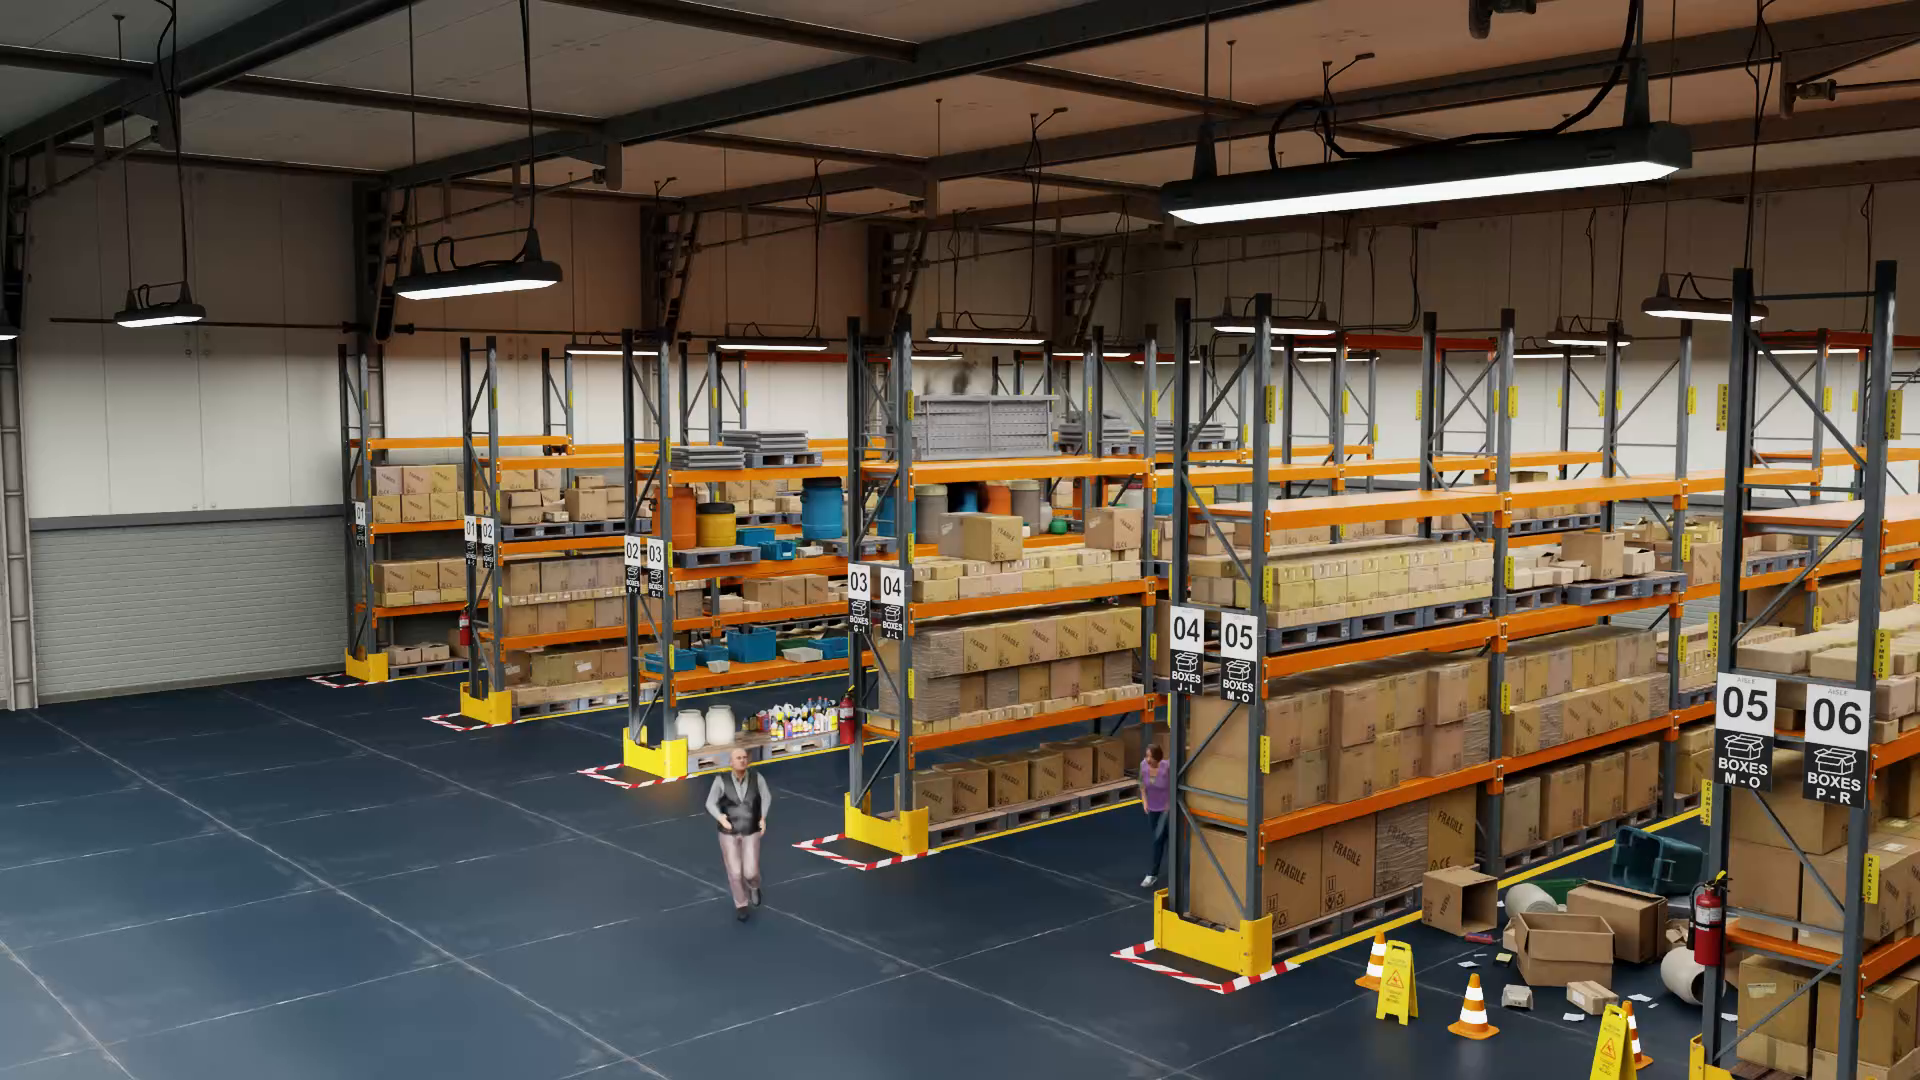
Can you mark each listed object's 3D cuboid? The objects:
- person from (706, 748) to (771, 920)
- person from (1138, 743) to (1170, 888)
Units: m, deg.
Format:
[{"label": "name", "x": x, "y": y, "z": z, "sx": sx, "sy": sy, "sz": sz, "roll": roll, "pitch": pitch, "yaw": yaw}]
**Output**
[{"label": "person", "x": -2.154, "y": 2.873, "z": 16.254, "sx": 0.648, "sy": 1.690, "sz": 0.606, "roll": -1, "pitch": 5, "yaw": -11}, {"label": "person", "x": 2.171, "y": 2.851, "z": 17.584, "sx": 0.549, "sy": 1.548, "sz": 0.864, "roll": 3, "pitch": 6, "yaw": 27}]
